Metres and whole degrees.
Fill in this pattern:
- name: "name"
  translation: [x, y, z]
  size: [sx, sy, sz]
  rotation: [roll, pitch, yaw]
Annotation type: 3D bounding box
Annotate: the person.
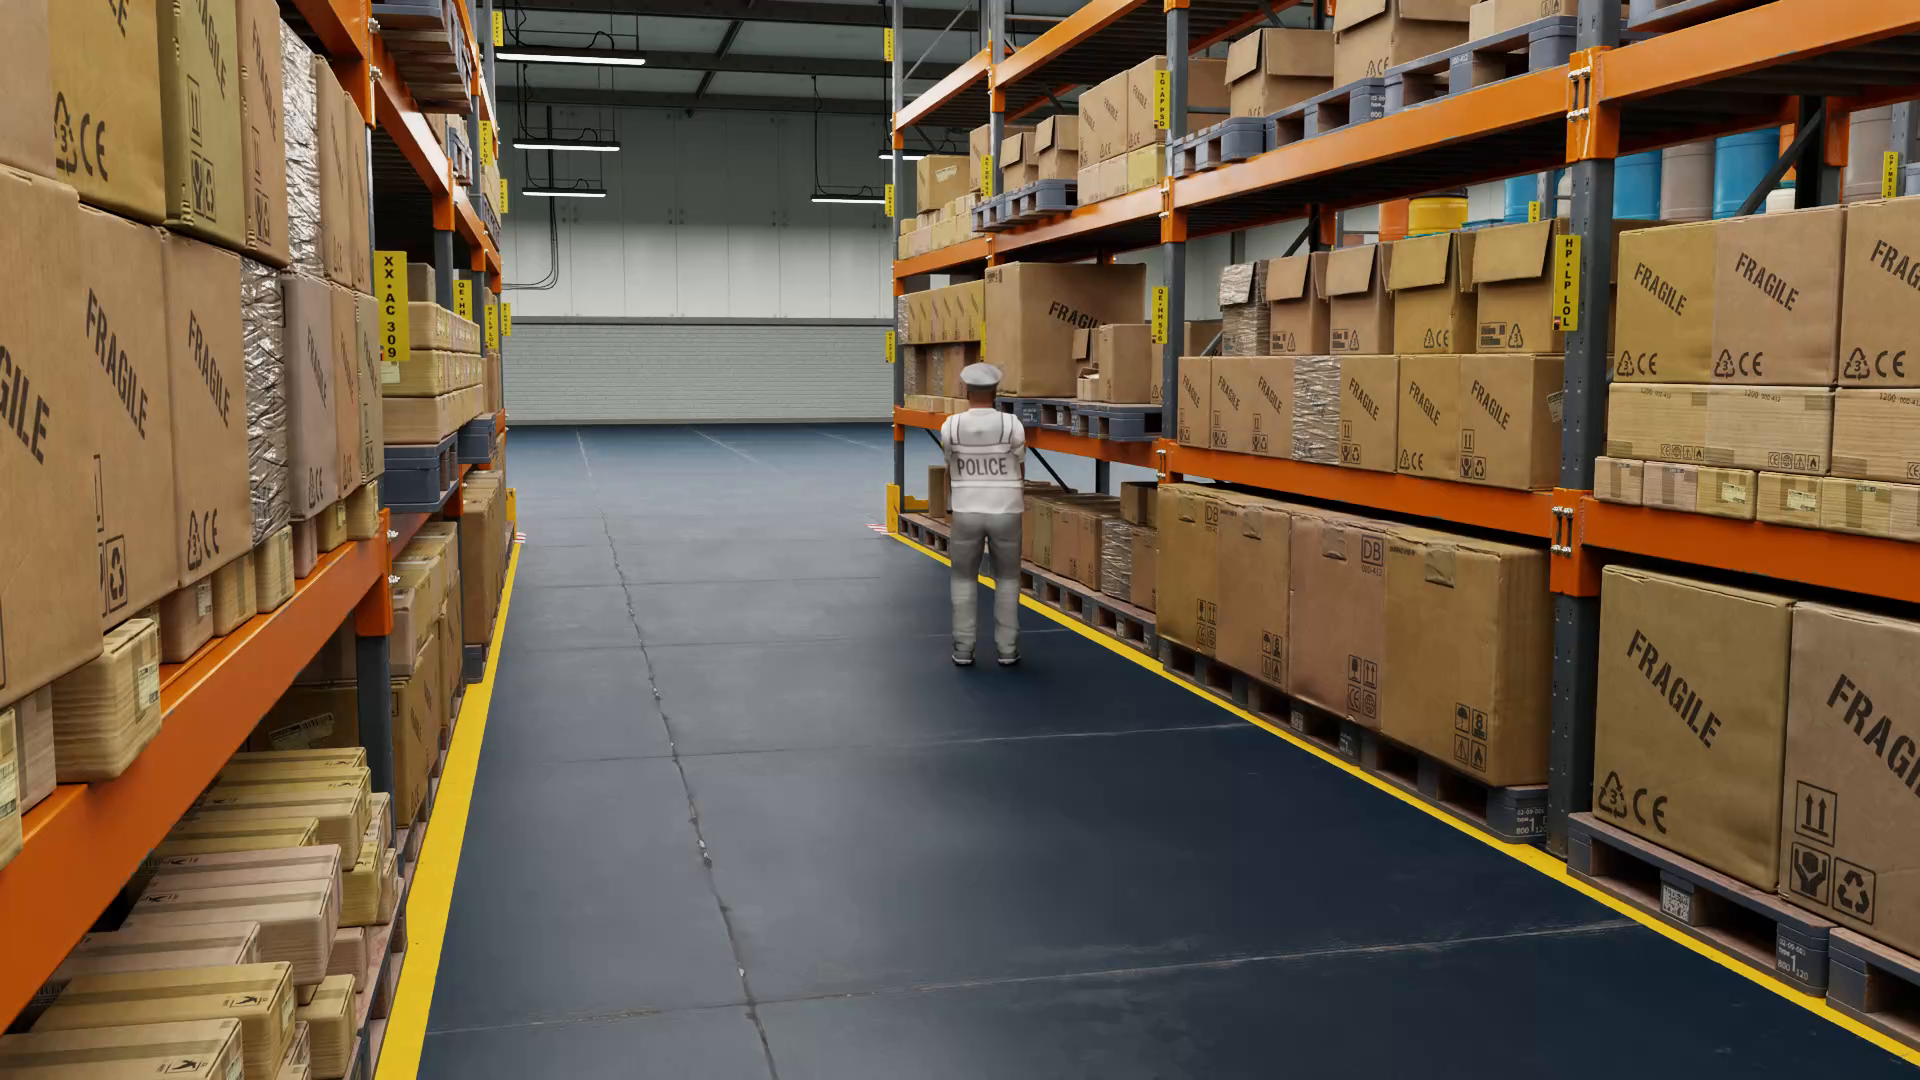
- name: "person"
  translation: [0.145, -0.159, 9.807]
  size: [0.494, 1.768, 0.571]
  rotation: [0, 6, 5]
